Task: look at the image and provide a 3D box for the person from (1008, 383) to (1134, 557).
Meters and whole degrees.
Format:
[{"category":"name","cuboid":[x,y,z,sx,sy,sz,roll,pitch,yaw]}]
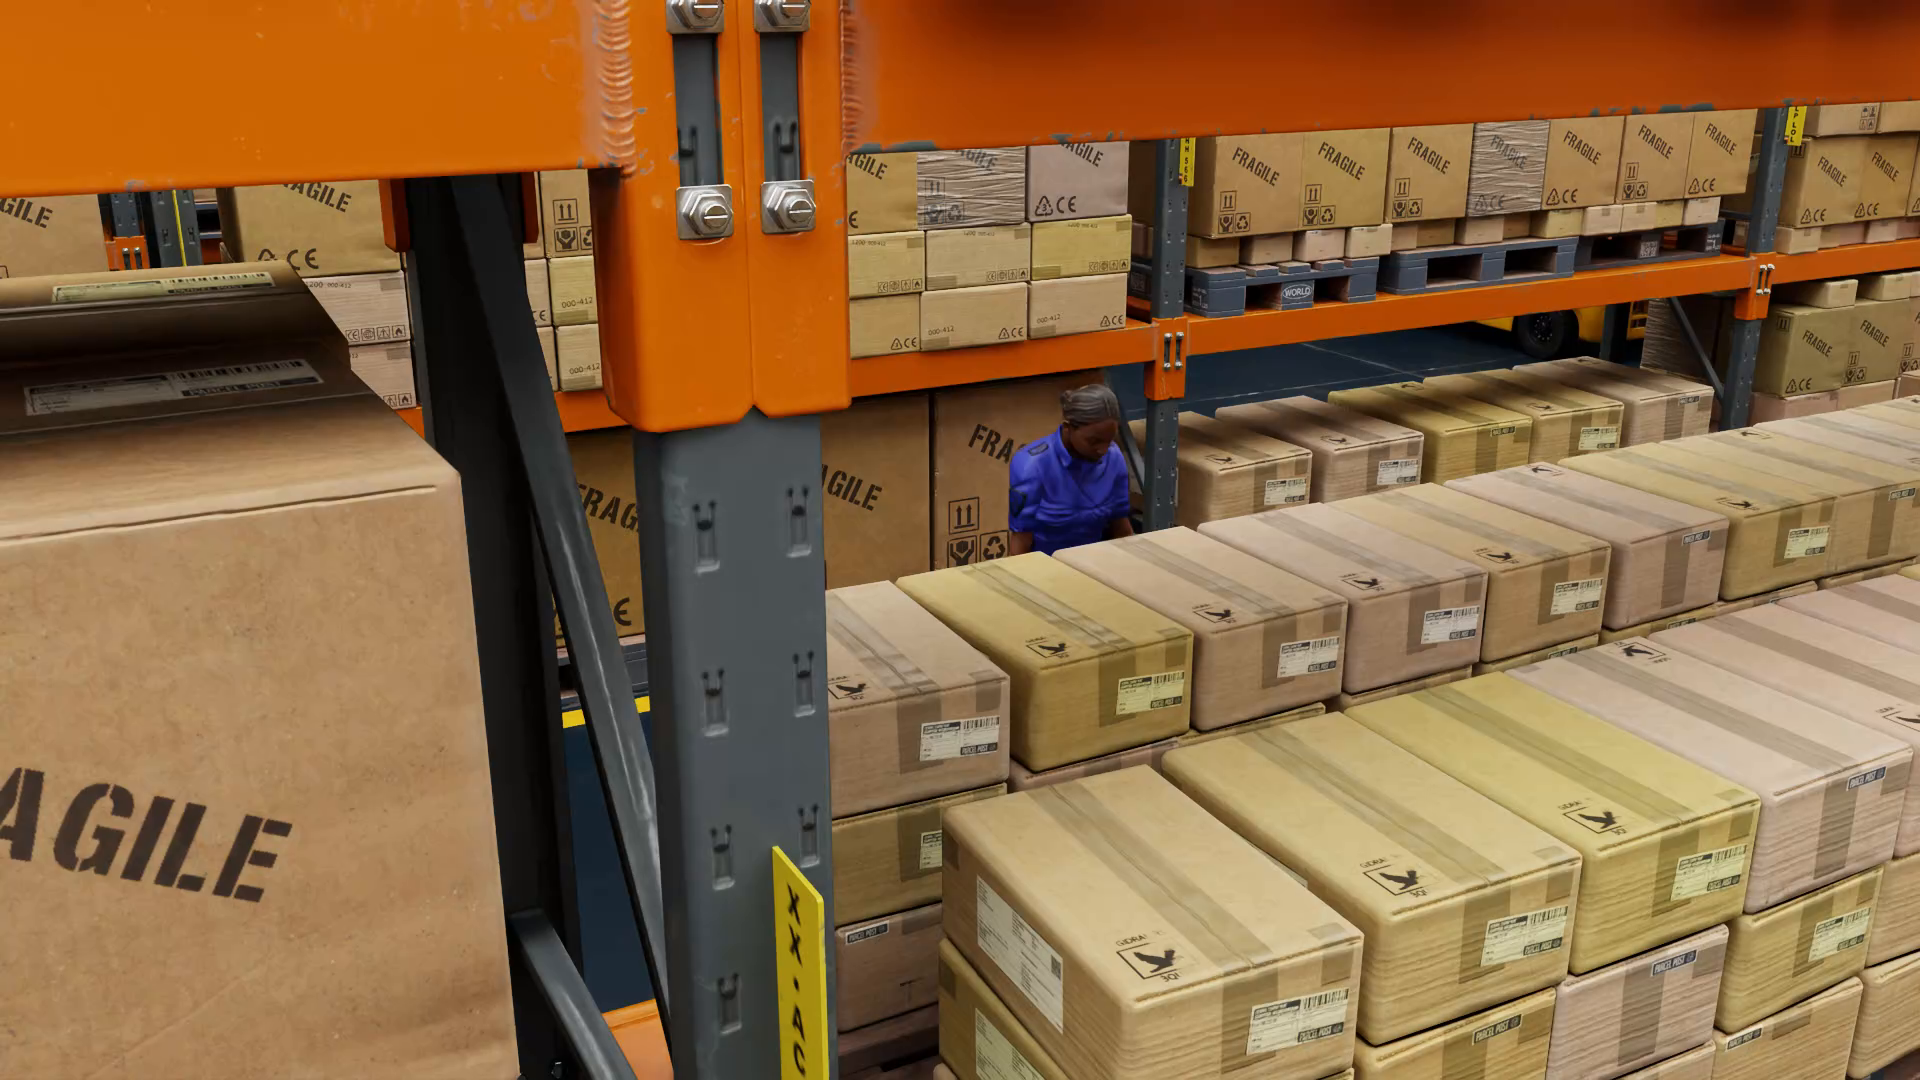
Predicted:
[{"category":"person","cuboid":[0.361,0.227,5.546,0.469,1.575,0.430,-9,21,-25]}]
